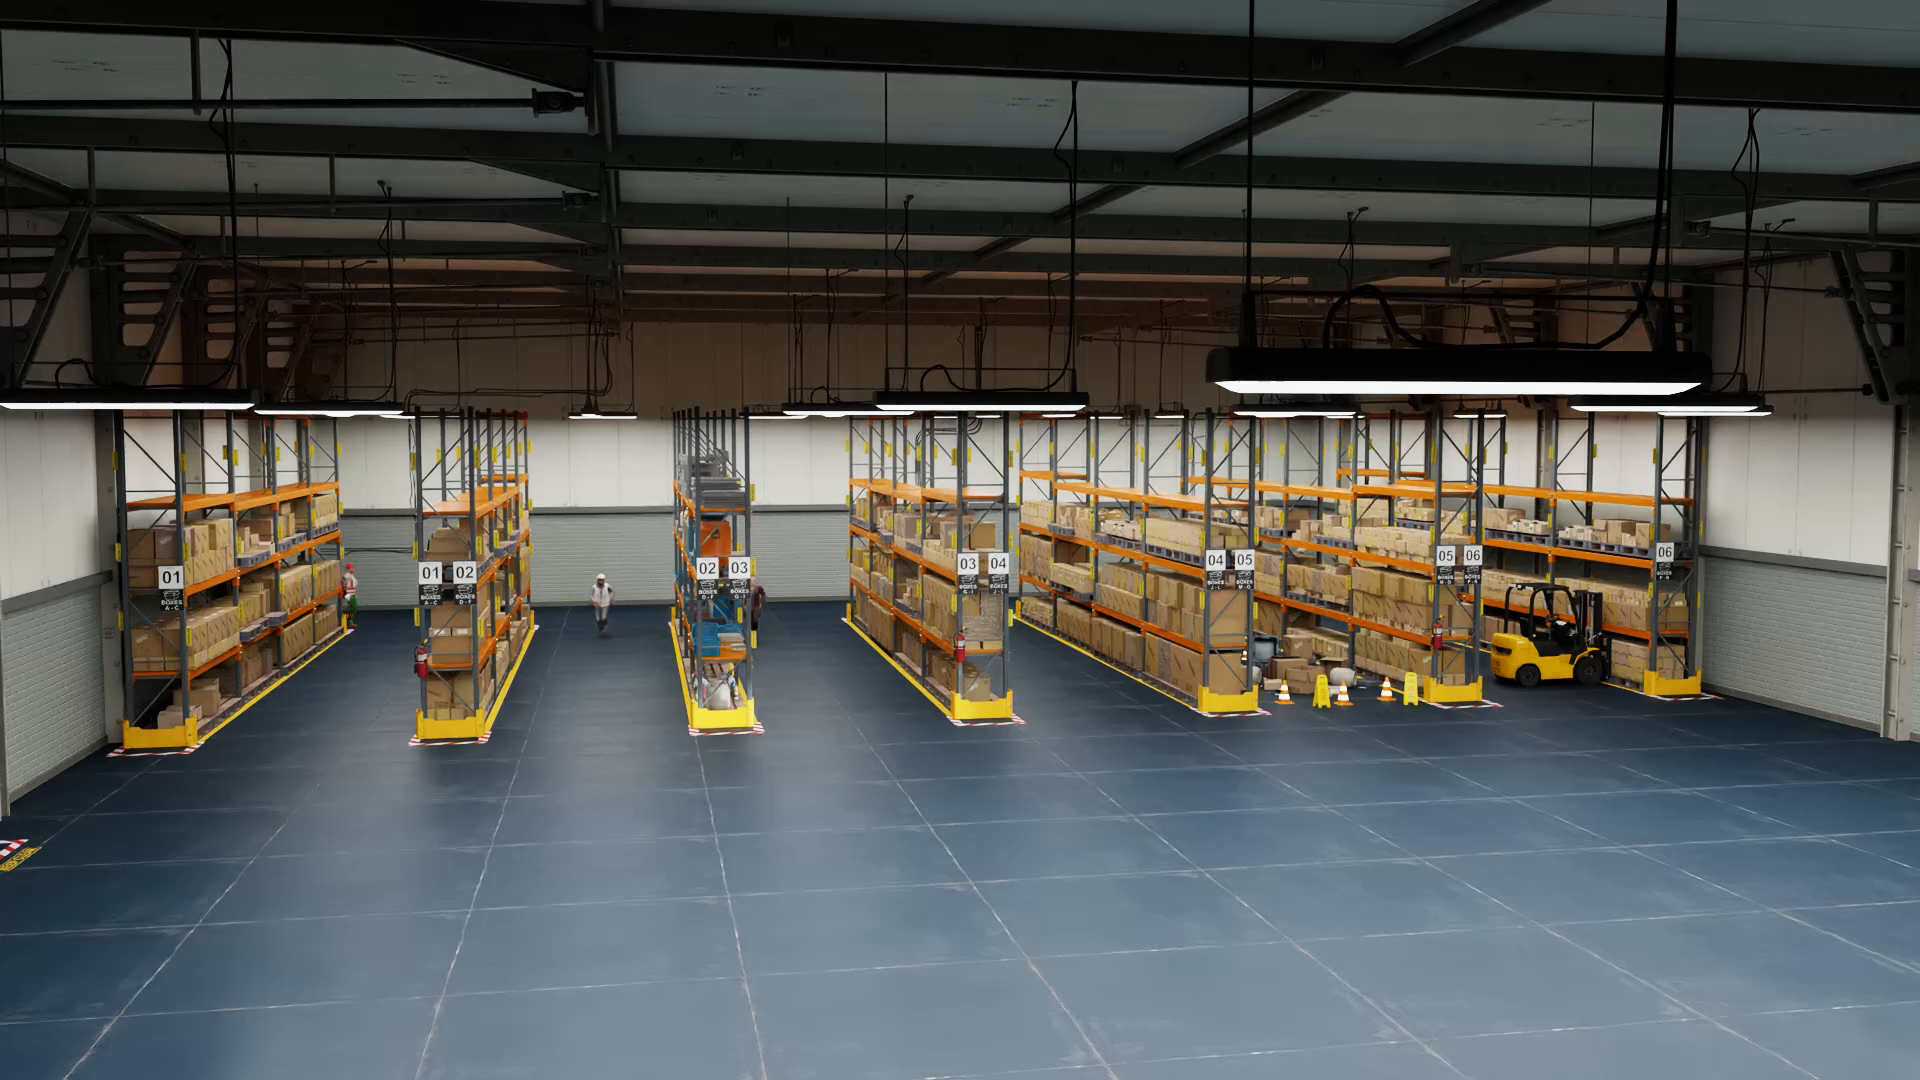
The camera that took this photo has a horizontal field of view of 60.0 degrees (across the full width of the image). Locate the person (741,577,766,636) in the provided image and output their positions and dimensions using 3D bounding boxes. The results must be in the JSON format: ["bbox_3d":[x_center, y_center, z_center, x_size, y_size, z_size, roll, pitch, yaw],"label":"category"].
[{"bbox_3d":[-5.463,1.834,43.664,0.721,1.591,0.658,0,4,-3],"label":"person"}]

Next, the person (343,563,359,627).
[{"bbox_3d":[-16.987,1.532,46.151,0.505,1.789,0.582,-1,4,-12],"label":"person"}]

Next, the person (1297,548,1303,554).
[{"bbox_3d":[10.765,1.110,52.344,0.730,1.777,0.548,-1,4,-10],"label":"person"}]

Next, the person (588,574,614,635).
[{"bbox_3d":[-9.571,1.726,44.415,0.640,1.683,0.725,0,4,-3],"label":"person"}]
